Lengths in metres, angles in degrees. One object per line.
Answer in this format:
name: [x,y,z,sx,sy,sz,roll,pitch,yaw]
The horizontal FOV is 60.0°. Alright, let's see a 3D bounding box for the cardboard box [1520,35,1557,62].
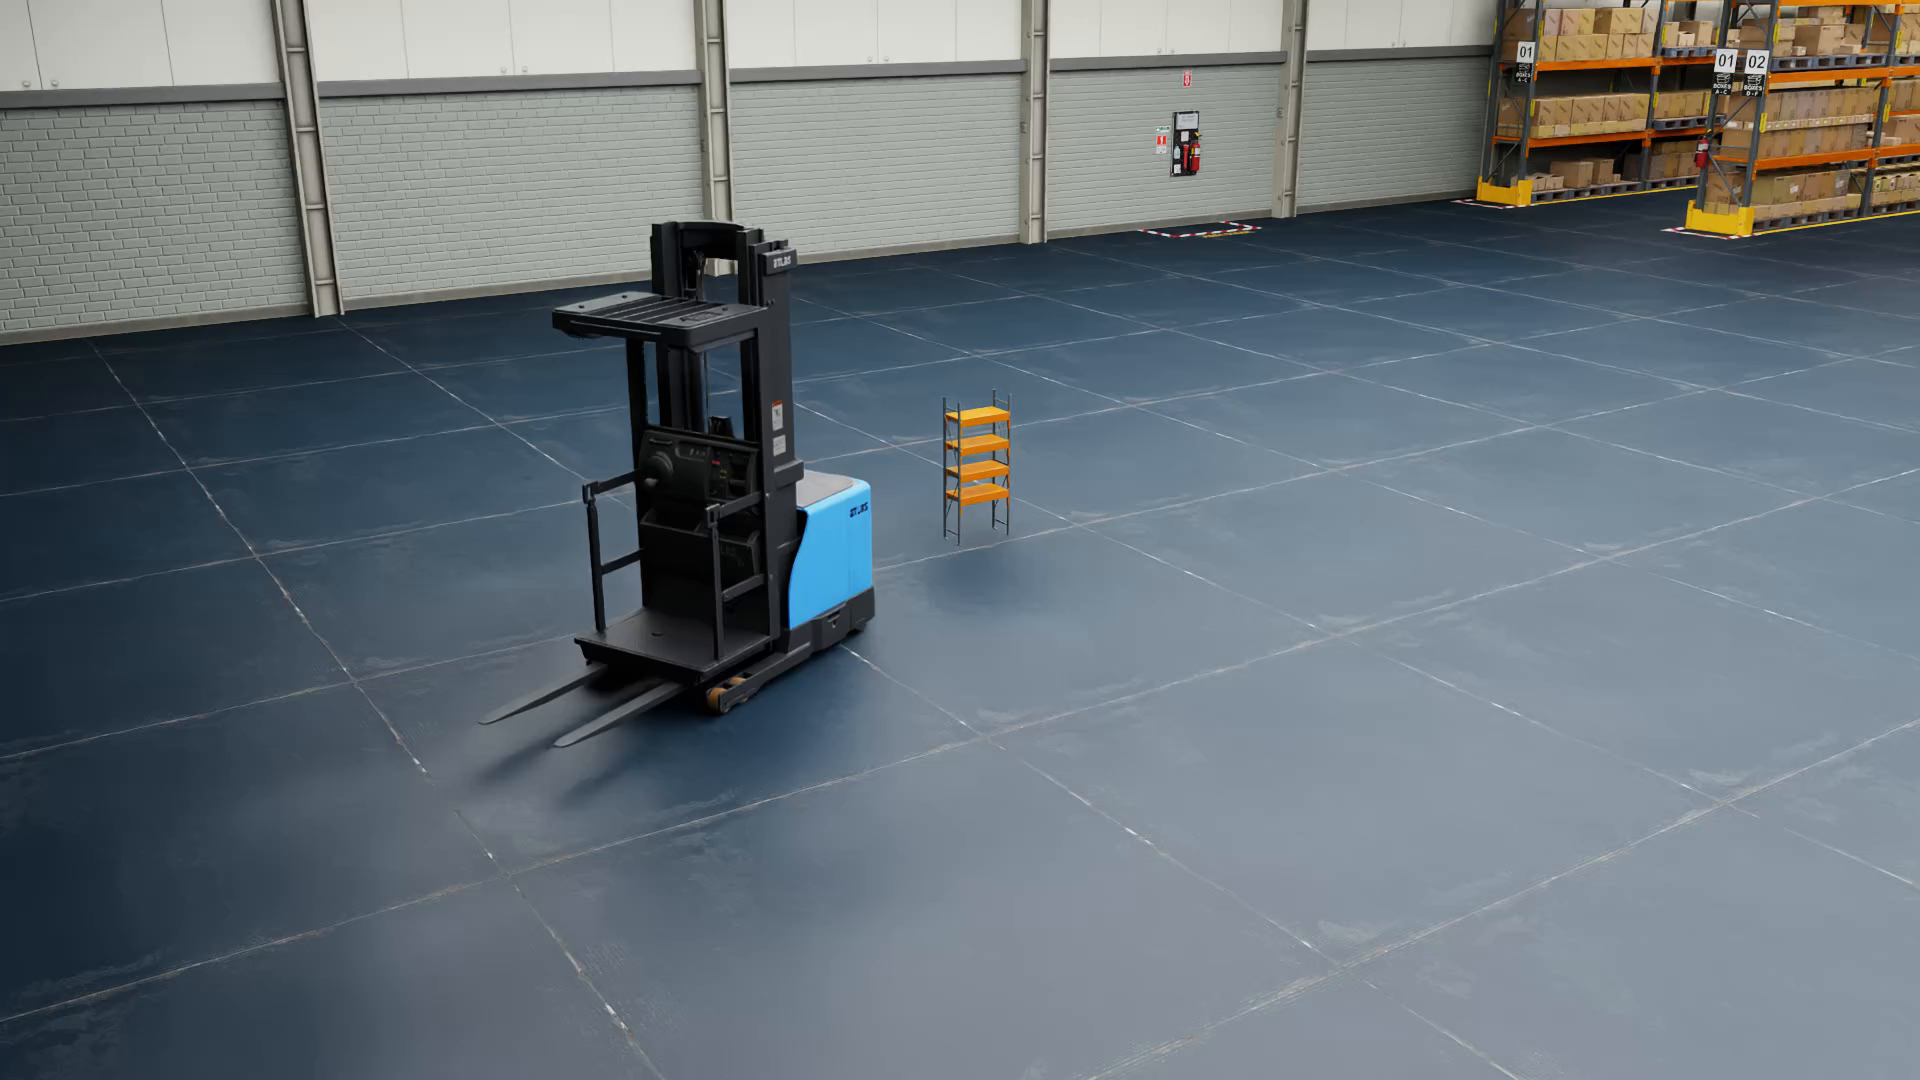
cardboard box: [11.608,-9.884,33.427,0.500,0.500,0.500,-11,22,-30]

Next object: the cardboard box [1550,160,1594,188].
cardboard box: [12.935,-7.753,35.209,0.500,0.500,0.700,-14,23,-35]

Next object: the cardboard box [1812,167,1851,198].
cardboard box: [16.568,-6.821,31.704,0.500,0.500,0.500,-12,22,-31]

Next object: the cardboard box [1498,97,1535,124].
cardboard box: [11.468,-8.848,34.265,0.500,0.500,0.500,-12,22,-32]

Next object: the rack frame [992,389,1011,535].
rack frame: [0.342,-0.641,13.766,0.015,1.200,0.240,-12,22,-31]

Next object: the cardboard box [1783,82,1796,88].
cardboard box: [18.842,-10.482,38.245,0.500,0.250,0.500,-12,22,-32]

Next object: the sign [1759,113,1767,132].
sign: [14.219,-7.388,29.439,0.005,0.325,0.100,-12,22,-31]

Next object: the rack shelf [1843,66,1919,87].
rack shelf: [18.929,-9.227,32.794,4.000,0.370,1.077,-12,22,-31]

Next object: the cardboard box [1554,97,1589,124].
cardboard box: [12.608,-8.885,34.376,0.500,0.500,0.500,-13,22,-33]

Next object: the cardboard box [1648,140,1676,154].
cardboard box: [15.503,-8.711,36.873,0.500,0.250,0.500,-12,22,-33]

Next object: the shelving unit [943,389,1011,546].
shelving unit: [0.138,-0.598,13.639,0.503,1.200,0.258,-12,22,-31]

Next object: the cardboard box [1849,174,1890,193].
cardboard box: [17.741,-6.963,32.418,0.500,0.311,0.500,-12,22,-31]

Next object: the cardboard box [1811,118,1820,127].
cardboard box: [15.649,-7.727,30.747,0.250,0.149,0.380,-12,22,-31]

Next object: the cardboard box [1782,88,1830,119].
cardboard box: [15.635,-8.111,30.872,0.500,0.500,0.700,-12,22,-31]

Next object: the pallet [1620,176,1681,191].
pallet: [15.181,-7.935,36.888,1.213,0.211,1.003,-12,22,-31]

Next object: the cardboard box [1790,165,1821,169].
cardboard box: [16.286,-6.958,32.109,0.500,0.500,0.500,-12,22,-31]

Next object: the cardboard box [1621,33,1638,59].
cardboard box: [13.816,-10.356,34.823,0.500,0.500,0.500,-14,23,-36]

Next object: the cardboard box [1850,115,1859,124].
cardboard box: [16.725,-7.954,31.420,0.250,0.149,0.380,-13,22,-33]

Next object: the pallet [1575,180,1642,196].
pallet: [13.990,-7.670,36.103,1.213,0.211,1.003,-12,22,-31]

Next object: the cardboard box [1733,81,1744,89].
cardboard box: [17.601,-10.318,37.724,0.250,0.149,0.380,-16,24,-38]

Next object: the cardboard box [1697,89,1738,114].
cardboard box: [17.033,-9.888,37.466,0.500,0.500,0.700,-14,23,-36]

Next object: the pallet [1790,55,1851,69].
pallet: [15.543,-8.803,30.554,1.213,0.211,1.003,-12,22,-31]

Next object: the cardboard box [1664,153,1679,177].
cardboard box: [15.541,-8.382,37.070,0.500,0.500,0.700,-12,22,-32]

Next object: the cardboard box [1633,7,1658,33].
cardboard box: [14.262,-10.910,34.899,0.500,0.500,0.500,-14,23,-36]

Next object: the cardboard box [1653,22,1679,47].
cardboard box: [15.032,-10.861,35.692,0.500,0.500,0.500,-9,20,-24]

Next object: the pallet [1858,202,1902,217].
pallet: [17.853,-6.614,32.978,1.213,0.211,1.003,-12,22,-31]

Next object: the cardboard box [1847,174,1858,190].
cardboard box: [17.440,-7.105,32.838,0.500,0.311,0.500,-12,22,-31]

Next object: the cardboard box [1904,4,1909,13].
cardboard box: [22.388,-12.622,39.965,0.500,0.500,0.500,-12,22,-33]

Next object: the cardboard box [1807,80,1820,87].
cardboard box: [19.680,-10.663,38.779,0.500,0.250,0.500,-12,22,-33]

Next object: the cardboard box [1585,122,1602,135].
cardboard box: [13.051,-8.626,34.778,0.500,0.250,0.500,-12,22,-31]

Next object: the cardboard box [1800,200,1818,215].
cardboard box: [15.742,-6.285,31.290,0.500,0.250,0.500,-12,22,-31]

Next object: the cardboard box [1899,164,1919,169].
cardboard box: [19.567,-7.553,34.163,0.500,0.311,0.500,-13,22,-33]

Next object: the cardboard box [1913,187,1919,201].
cardboard box: [19.016,-6.967,33.306,0.500,0.250,0.500,-11,22,-30]

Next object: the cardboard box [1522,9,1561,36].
cardboard box: [11.646,-10.369,33.299,0.500,0.500,0.500,-14,23,-35]

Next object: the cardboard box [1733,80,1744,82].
cardboard box: [18.108,-10.526,38.373,0.500,0.250,0.500,-11,22,-30]

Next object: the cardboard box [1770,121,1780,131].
cardboard box: [14.584,-7.503,30.087,0.250,0.149,0.380,-13,22,-33]

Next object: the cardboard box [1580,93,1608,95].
cardboard box: [13.590,-9.296,35.589,0.500,0.500,0.500,-12,22,-32]

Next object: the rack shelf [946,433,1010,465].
rack shelf: [0.138,-0.746,13.589,0.480,0.148,0.258,-12,22,-31]

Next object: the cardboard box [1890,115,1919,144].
cardboard box: [18.768,-8.154,33.024,0.500,0.500,0.500,-12,22,-31]

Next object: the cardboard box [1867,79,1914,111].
cardboard box: [22.890,-11.019,41.187,0.700,0.700,0.980,-13,23,-34]

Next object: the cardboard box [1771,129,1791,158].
cardboard box: [14.751,-7.310,30.527,0.500,0.500,0.700,-11,22,-30]

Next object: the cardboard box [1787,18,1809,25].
cardboard box: [19.129,-11.802,38.445,0.500,0.500,0.700,-11,21,-29]

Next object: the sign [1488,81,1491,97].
sign: [10.902,-9.265,34.164,0.005,0.325,0.100,-12,22,-31]

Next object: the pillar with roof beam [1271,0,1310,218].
pillar with roof beam: [8.656,-9.403,27.506,0.400,9.000,9.100,-12,22,-31]

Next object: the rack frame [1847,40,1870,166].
rack frame: [21.213,-10.528,40.202,0.127,3.000,1.000,-12,22,-31]

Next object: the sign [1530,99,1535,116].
sign: [11.489,-8.679,33.382,0.005,0.325,0.100,-12,22,-31]

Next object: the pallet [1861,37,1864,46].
pallet: [21.902,-12.048,40.154,1.213,0.211,1.003,-12,22,-31]

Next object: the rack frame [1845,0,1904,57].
rack frame: [17.259,-10.637,31.156,0.127,3.000,1.000,-12,22,-31]

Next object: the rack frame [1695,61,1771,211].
rack frame: [13.918,-7.090,30.033,0.127,3.000,1.000,-12,22,-31]

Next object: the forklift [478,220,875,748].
forklift: [-1.797,-0.459,10.526,1.130,2.935,3.031,11,21,29]

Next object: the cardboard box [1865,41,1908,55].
cardboard box: [17.779,-9.449,31.907,0.500,0.250,0.500,-9,21,-26]

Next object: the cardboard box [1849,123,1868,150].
cardboard box: [16.892,-7.762,31.865,0.500,0.500,0.700,-13,22,-33]

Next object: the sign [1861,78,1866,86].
sign: [21.520,-10.896,39.605,0.005,0.325,0.100,-12,22,-31]

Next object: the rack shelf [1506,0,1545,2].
rack shelf: [12.861,-11.266,34.147,4.000,0.370,1.077,-12,22,-31]

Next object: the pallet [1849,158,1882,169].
pallet: [21.891,-9.320,40.983,1.213,0.211,1.003,-12,22,-31]

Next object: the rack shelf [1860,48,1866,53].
rack shelf: [19.543,-11.256,38.795,4.000,0.370,1.077,-12,22,-31]

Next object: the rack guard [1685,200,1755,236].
rack guard: [13.898,-5.902,30.421,0.348,0.500,1.175,-12,22,-31]
